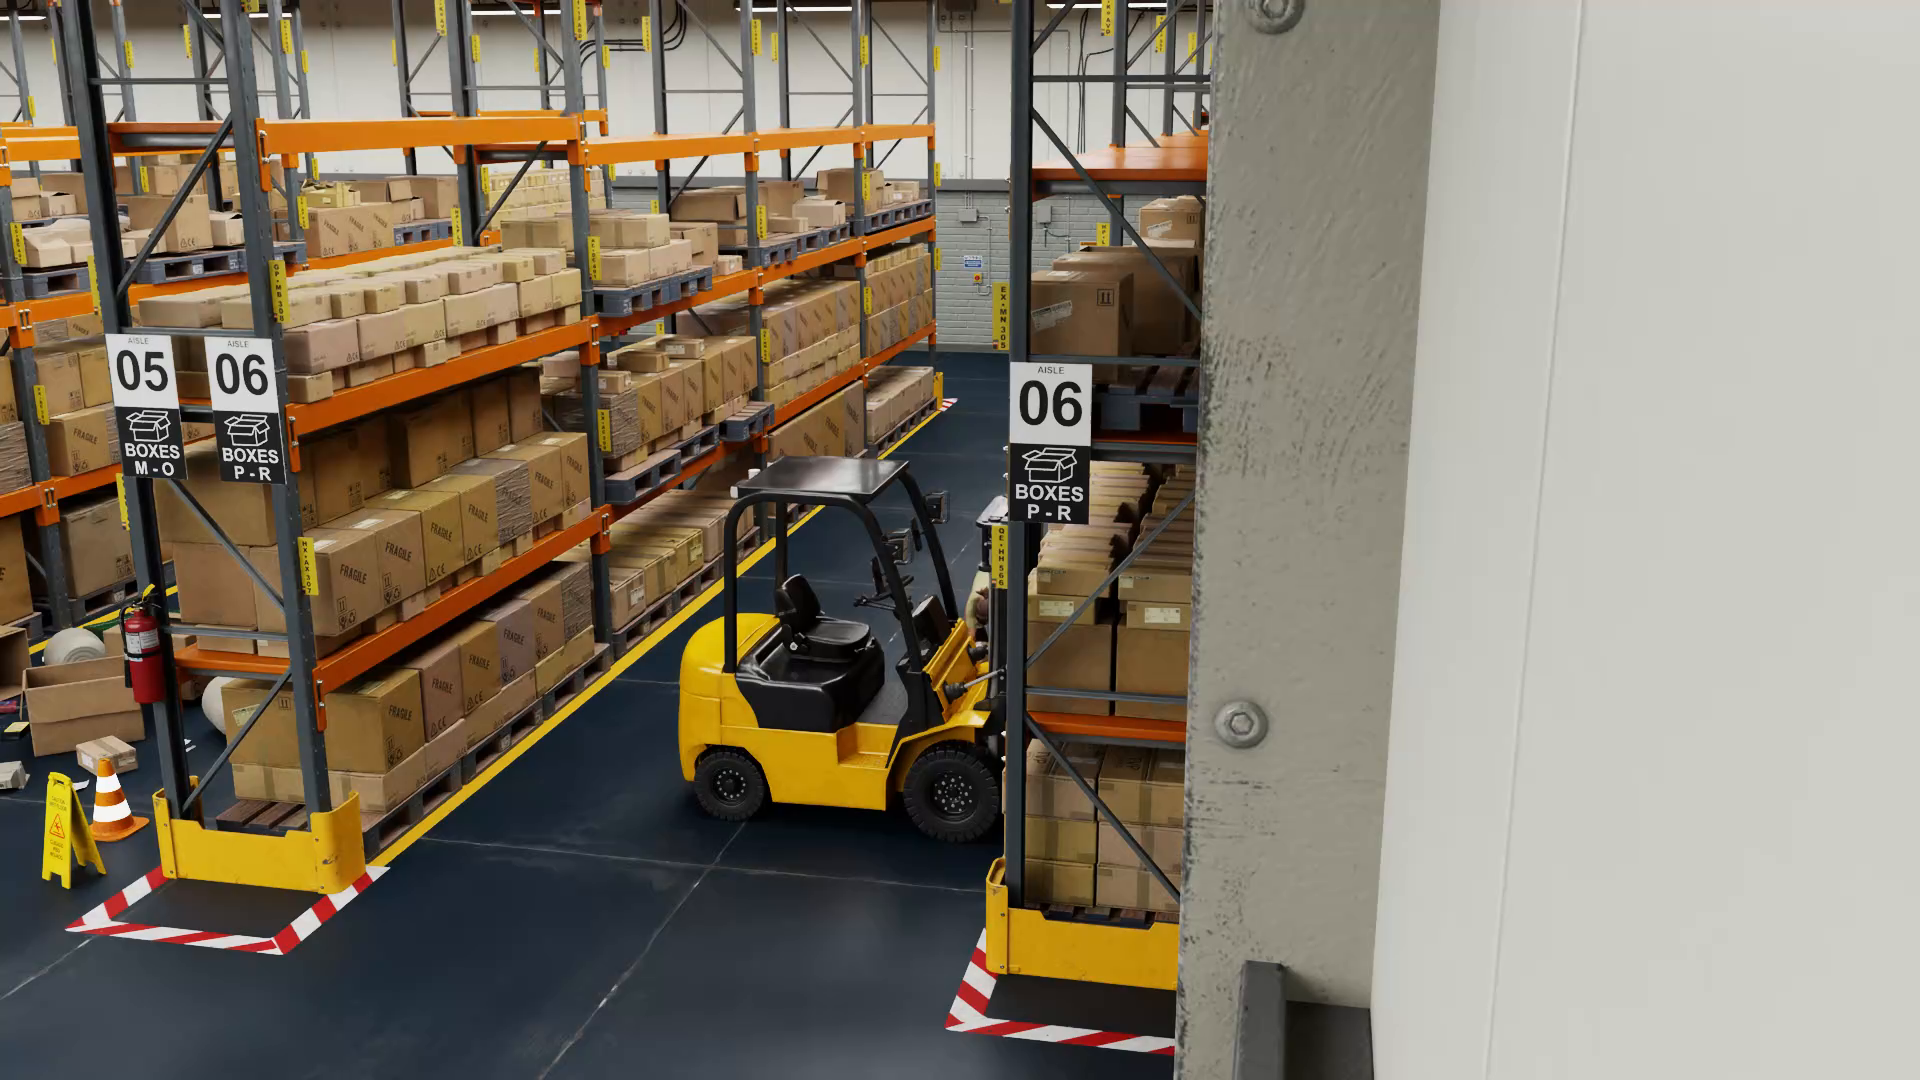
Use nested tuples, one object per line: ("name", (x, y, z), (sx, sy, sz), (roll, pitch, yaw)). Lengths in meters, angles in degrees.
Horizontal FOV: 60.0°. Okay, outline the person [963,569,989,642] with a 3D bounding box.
("person", (0.266, 0.661, 13.372), (0.468, 0.758, 0.860), (2, 15, 9))
